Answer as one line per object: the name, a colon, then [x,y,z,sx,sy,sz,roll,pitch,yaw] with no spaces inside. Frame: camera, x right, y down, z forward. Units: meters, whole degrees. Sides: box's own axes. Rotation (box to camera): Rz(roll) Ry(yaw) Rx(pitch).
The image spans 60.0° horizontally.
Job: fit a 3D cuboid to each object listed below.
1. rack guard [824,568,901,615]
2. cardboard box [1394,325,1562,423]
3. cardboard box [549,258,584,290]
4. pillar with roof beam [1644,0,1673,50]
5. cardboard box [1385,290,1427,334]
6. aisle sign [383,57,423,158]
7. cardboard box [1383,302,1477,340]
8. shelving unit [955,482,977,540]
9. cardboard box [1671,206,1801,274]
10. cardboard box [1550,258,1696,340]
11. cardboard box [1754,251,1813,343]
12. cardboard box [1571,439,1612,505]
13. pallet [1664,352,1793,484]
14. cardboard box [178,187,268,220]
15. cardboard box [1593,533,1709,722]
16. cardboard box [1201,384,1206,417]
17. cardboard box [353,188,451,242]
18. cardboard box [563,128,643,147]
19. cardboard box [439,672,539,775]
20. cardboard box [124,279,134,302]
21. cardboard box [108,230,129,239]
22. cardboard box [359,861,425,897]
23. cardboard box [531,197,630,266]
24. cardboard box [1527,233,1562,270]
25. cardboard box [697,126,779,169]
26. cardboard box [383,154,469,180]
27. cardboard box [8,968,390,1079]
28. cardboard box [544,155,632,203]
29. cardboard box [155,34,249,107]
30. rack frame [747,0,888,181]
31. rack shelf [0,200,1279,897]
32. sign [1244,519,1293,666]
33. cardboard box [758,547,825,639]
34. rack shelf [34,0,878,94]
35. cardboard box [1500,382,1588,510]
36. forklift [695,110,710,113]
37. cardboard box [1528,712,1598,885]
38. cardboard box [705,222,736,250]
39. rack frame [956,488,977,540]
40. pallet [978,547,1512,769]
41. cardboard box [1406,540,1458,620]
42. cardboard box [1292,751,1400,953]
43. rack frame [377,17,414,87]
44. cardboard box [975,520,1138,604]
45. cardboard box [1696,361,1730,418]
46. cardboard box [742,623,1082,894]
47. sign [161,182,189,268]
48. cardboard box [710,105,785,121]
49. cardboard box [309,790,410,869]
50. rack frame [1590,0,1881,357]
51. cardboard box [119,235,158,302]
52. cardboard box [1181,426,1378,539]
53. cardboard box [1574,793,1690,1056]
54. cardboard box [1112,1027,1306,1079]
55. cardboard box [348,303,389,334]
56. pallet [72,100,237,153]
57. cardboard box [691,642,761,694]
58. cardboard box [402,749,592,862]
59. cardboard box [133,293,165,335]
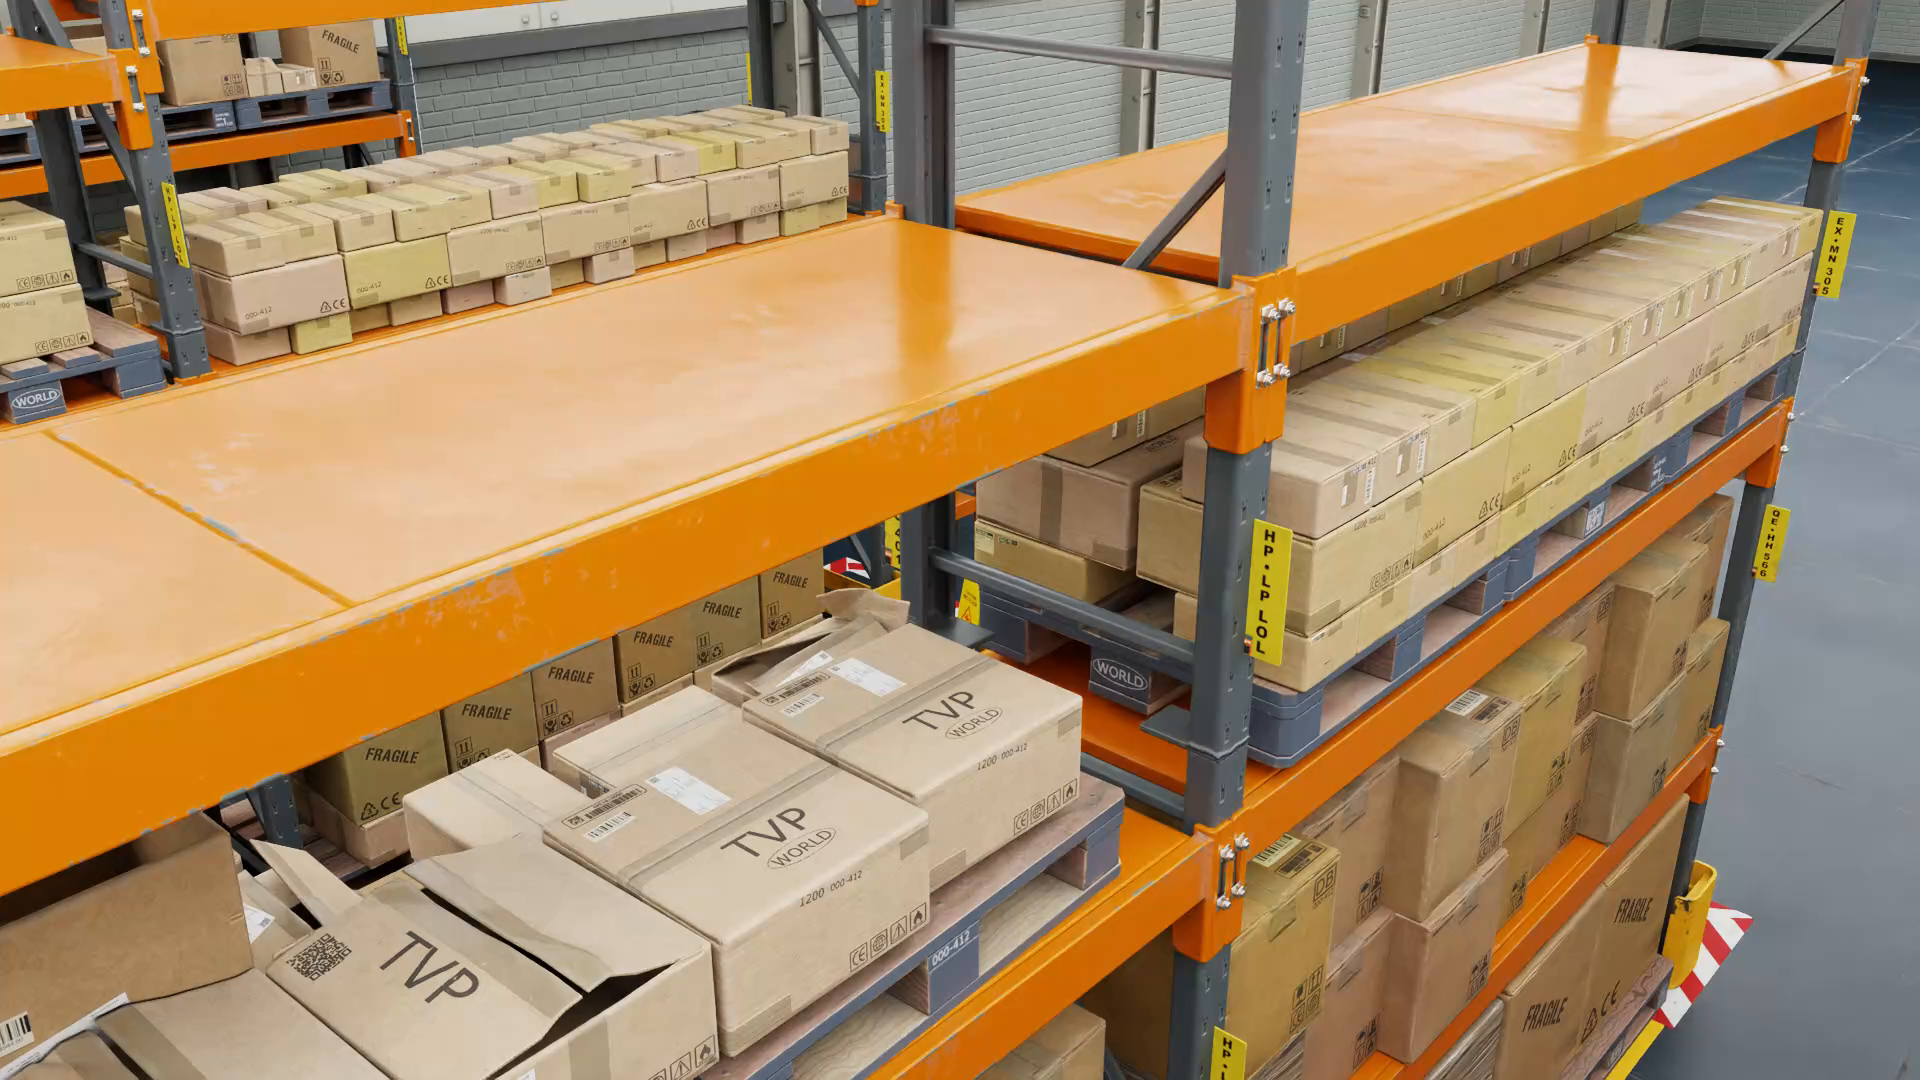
rack guard: [-0.880,0.343,10.846,1.175,0.500,0.348,20,31,38]
cardboard box: [1.430,-0.466,4.625,0.380,0.149,0.250,21,31,38]
cardboard box: [-2.076,-1.355,8.218,0.380,0.149,0.250,20,31,38]
pillar with roof beam: [17.564,-12.912,30.019,9.100,9.000,0.400,20,31,38]
cardboard box: [1.275,-0.798,5.366,0.380,0.149,0.250,21,31,38]
aisle sign: [-4.265,-3.302,12.741,0.394,0.787,0.004,20,31,38]
cardboard box: [1.402,-0.635,5.489,0.500,0.250,0.500,20,31,37]
shelving unit: [-0.036,-0.463,11.970,0.215,1.050,0.252,20,31,38]
cardboard box: [2.785,-1.085,6.004,0.380,0.149,0.250,20,31,38]
cardboard box: [2.104,-0.773,5.309,0.380,0.149,0.250,20,31,37]
cardboard box: [2.806,-0.948,6.188,0.500,0.250,0.500,21,31,38]
cardboard box: [1.766,-0.255,5.128,0.380,0.149,0.250,21,31,38]
pallet: [2.438,-0.600,6.335,1.003,0.211,1.213,20,31,38]
cardboard box: [-3.333,-1.477,7.515,0.380,0.149,0.250,19,30,36]
cardboard box: [2.350,0.234,6.531,0.875,0.550,0.550,20,31,38]
cardboard box: [0.599,-0.489,4.675,0.380,0.149,0.250,20,31,37]
cardboard box: [-2.515,-1.465,7.489,0.380,0.149,0.250,20,31,37]
cardboard box: [-1.904,-2.088,8.879,0.380,0.149,0.250,20,31,37]
cardboard box: [-2.555,0.846,8.599,0.500,0.500,0.500,22,32,40]
cardboard box: [-5.742,-1.789,11.631,0.380,0.149,0.250,19,31,36]
cardboard box: [-5.965,-2.145,12.061,0.380,0.149,0.250,20,31,38]
cardboard box: [-2.153,1.669,6.961,0.500,0.500,0.500,20,31,38]
cardboard box: [-1.984,-1.561,8.190,0.500,0.250,0.500,21,31,38]
cardboard box: [1.957,-1.110,6.061,0.380,0.149,0.250,21,31,38]
cardboard box: [-1.192,-2.105,8.915,0.380,0.149,0.250,20,31,37]
cardboard box: [-2.634,-1.790,8.214,0.380,0.149,0.250,21,31,38]
cardboard box: [-1.090,0.902,2.350,0.500,0.311,0.500,19,31,37]
cardboard box: [-1.833,-1.779,8.189,0.380,0.149,0.250,21,32,39]
cardboard box: [-5.400,-3.341,11.582,0.700,0.500,0.500,20,31,38]
rack frame: [-0.829,-3.559,9.159,1.000,3.000,0.127,20,31,38]
rack shelf: [-1.080,0.101,2.365,1.077,0.370,4.000,20,31,38]
sign: [0.666,0.115,3.615,0.100,0.325,0.005,20,31,38]
cardboard box: [-1.169,0.215,10.006,0.500,0.500,0.500,20,31,38]
rack shelf: [-2.164,-2.620,7.948,1.077,0.370,4.000,20,31,38]
cardboard box: [1.462,-0.336,4.821,0.500,0.250,0.500,20,31,37]
forklift: [-2.209,-1.596,12.198,3.031,2.935,1.130,-1,24,-3]
cardboard box: [1.893,0.866,6.439,0.875,0.550,0.550,20,31,38]
cardboard box: [-1.422,-1.675,8.931,0.380,0.149,0.250,20,31,38]
rack frame: [0.046,-0.500,12.053,0.200,1.050,0.008,20,31,38]
pallet: [0.809,0.144,4.677,1.003,0.211,1.213,20,31,38]
cardboard box: [1.090,0.054,4.440,0.380,0.149,0.250,20,31,37]
cardboard box: [0.808,0.855,5.145,0.875,0.550,0.550,20,31,38]
rack frame: [-4.528,-4.913,12.179,1.000,3.000,0.127,20,31,38]
cardboard box: [0.260,0.029,4.496,0.380,0.149,0.250,20,31,37]
cardboard box: [2.447,-0.566,5.823,0.380,0.149,0.250,21,31,38]
cardboard box: [-0.097,0.440,3.456,0.500,0.250,0.500,21,31,38]
sign: [-3.083,-1.236,6.533,0.100,0.325,0.005,20,31,38]
cardboard box: [-1.218,-2.387,9.544,0.380,0.149,0.250,20,31,37]
cardboard box: [-2.904,1.354,8.382,0.500,0.250,0.500,18,30,35]
rack frame: [2.925,-2.238,6.213,1.000,3.000,0.127,20,31,38]
cardboard box: [-3.403,-1.247,7.490,0.500,0.250,0.500,20,31,37]
cardboard box: [0.751,-0.155,3.931,0.380,0.149,0.250,20,31,38]
cardboard box: [2.521,1.502,7.288,0.875,0.875,0.875,20,31,38]
cardboard box: [0.493,1.534,4.950,0.875,0.550,0.550,20,31,38]
cardboard box: [-2.808,-1.055,7.548,0.380,0.149,0.250,20,31,38]
pallet: [-5.833,-2.922,11.514,1.003,0.211,1.213,20,31,38]
cardboard box: [-1.520,0.717,9.803,0.500,0.250,0.500,20,31,38]
cardboard box: [-0.874,0.583,3.260,0.380,0.149,0.250,20,31,38]
cardboard box: [-3.515,-1.036,7.507,0.380,0.149,0.250,20,31,38]
